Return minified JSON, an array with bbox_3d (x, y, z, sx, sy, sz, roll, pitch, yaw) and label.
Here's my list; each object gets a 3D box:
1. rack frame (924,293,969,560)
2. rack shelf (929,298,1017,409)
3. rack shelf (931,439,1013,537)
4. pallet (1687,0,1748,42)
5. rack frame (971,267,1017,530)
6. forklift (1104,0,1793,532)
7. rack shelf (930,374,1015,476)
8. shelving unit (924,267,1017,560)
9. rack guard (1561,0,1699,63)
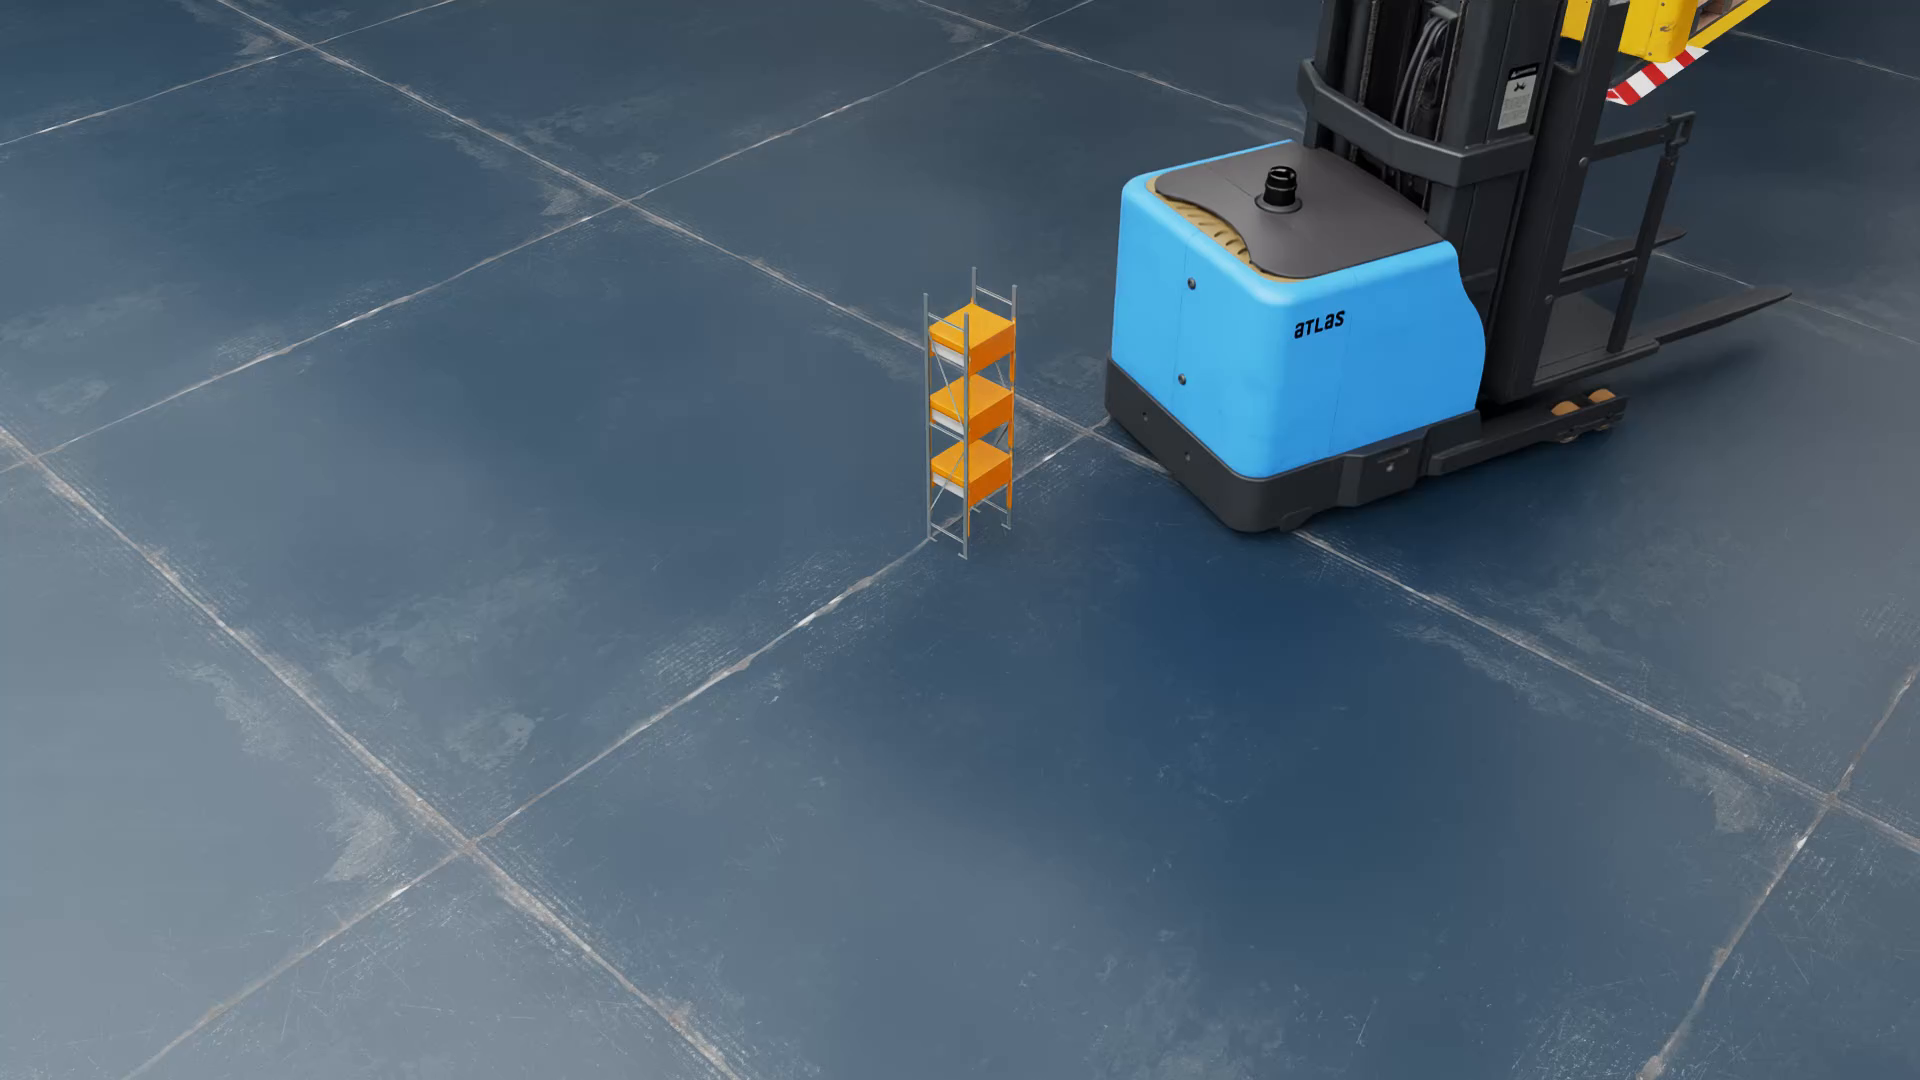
[{"bbox_3d":[-0.046,-0.379,5.884,0.200,1.050,0.008,30,47,32],"label":"rack frame"},{"bbox_3d":[0.036,-0.649,5.784,0.215,0.259,0.240,30,47,32],"label":"rack shelf"},{"bbox_3d":[0.036,-0.210,6.134,0.215,0.259,0.240,30,47,32],"label":"rack shelf"},{"bbox_3d":[4.389,-3.552,10.548,1.003,0.211,1.213,30,47,32],"label":"pallet"},{"bbox_3d":[0.118,-0.492,6.025,0.200,1.050,0.008,30,47,32],"label":"rack frame"},{"bbox_3d":[2.143,-1.816,6.178,3.031,2.935,1.130,-18,42,-21],"label":"forklift"},{"bbox_3d":[0.036,-0.427,5.961,0.215,0.259,0.240,30,47,32],"label":"rack shelf"},{"bbox_3d":[0.036,-0.436,5.954,0.215,1.050,0.252,30,47,32],"label":"shelving unit"},{"bbox_3d":[3.815,-3.307,10.007,1.175,0.500,0.348,30,47,32],"label":"rack guard"}]
